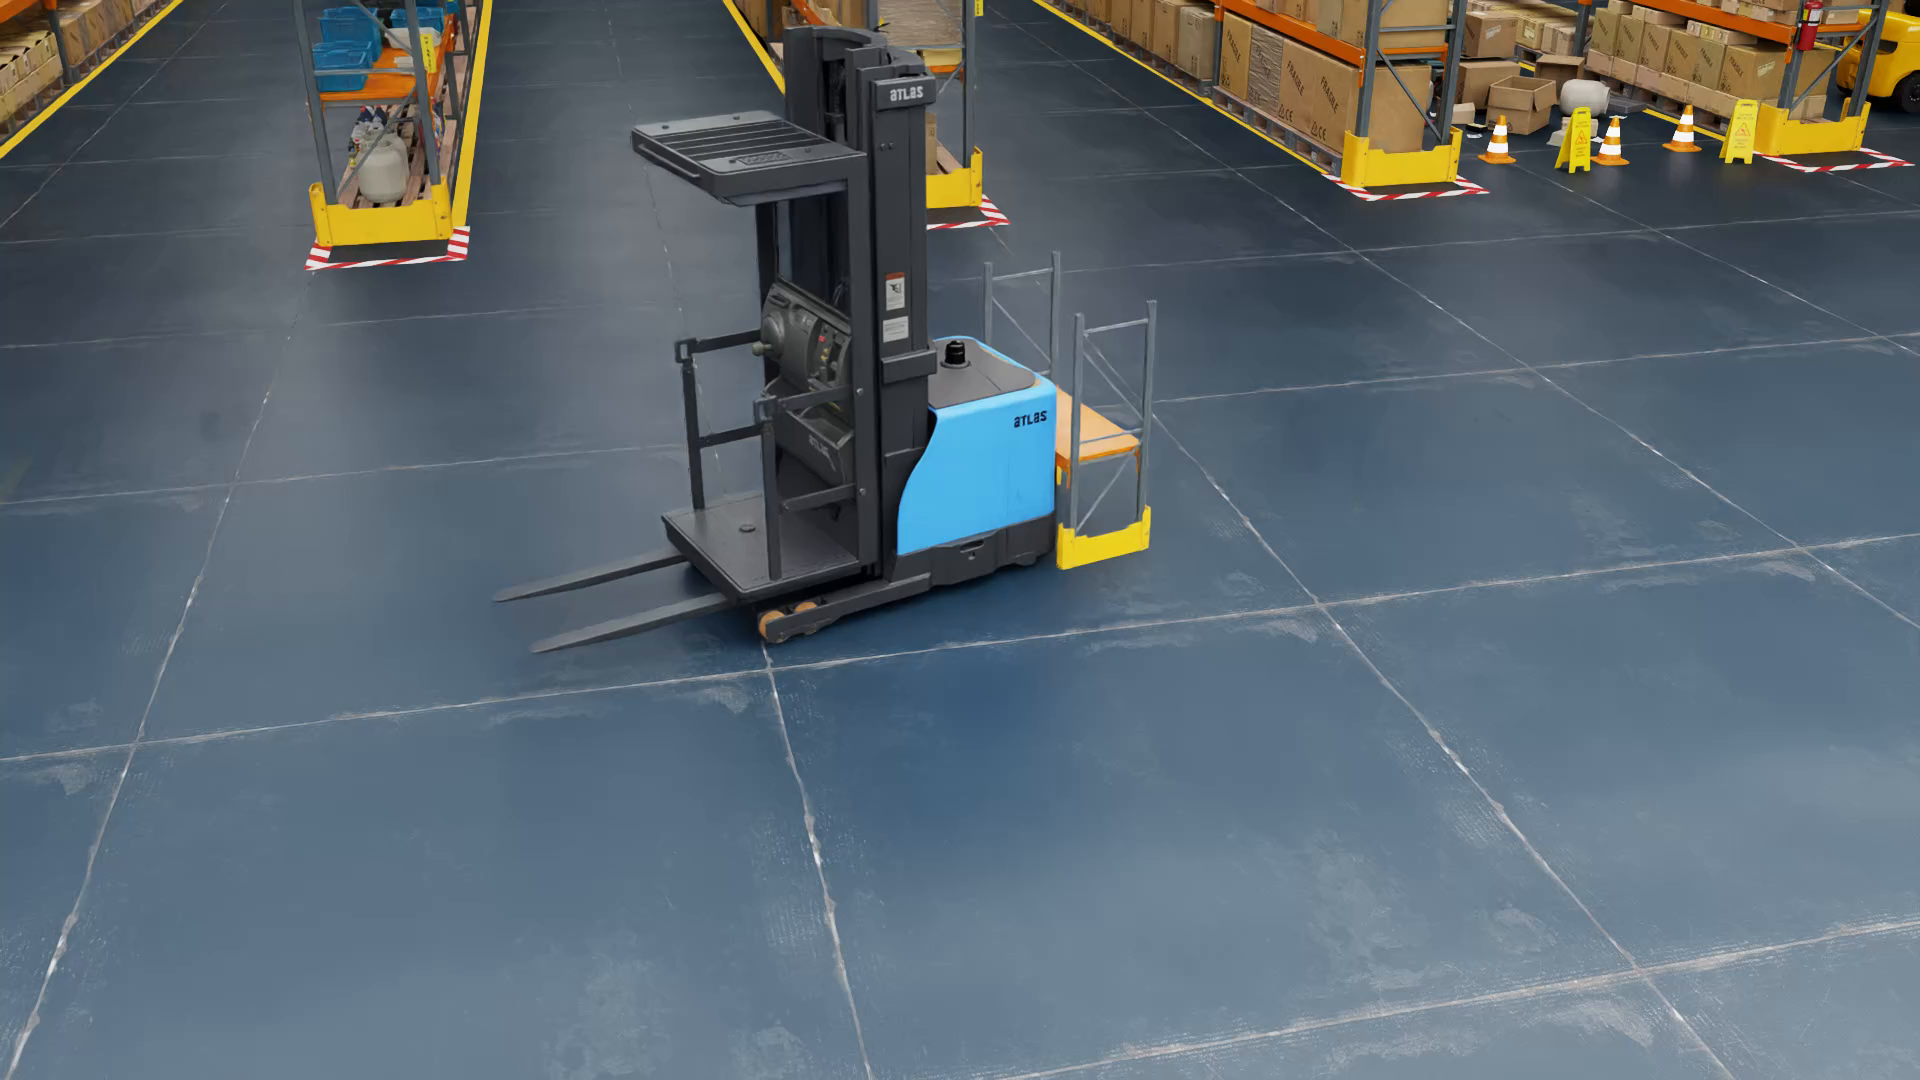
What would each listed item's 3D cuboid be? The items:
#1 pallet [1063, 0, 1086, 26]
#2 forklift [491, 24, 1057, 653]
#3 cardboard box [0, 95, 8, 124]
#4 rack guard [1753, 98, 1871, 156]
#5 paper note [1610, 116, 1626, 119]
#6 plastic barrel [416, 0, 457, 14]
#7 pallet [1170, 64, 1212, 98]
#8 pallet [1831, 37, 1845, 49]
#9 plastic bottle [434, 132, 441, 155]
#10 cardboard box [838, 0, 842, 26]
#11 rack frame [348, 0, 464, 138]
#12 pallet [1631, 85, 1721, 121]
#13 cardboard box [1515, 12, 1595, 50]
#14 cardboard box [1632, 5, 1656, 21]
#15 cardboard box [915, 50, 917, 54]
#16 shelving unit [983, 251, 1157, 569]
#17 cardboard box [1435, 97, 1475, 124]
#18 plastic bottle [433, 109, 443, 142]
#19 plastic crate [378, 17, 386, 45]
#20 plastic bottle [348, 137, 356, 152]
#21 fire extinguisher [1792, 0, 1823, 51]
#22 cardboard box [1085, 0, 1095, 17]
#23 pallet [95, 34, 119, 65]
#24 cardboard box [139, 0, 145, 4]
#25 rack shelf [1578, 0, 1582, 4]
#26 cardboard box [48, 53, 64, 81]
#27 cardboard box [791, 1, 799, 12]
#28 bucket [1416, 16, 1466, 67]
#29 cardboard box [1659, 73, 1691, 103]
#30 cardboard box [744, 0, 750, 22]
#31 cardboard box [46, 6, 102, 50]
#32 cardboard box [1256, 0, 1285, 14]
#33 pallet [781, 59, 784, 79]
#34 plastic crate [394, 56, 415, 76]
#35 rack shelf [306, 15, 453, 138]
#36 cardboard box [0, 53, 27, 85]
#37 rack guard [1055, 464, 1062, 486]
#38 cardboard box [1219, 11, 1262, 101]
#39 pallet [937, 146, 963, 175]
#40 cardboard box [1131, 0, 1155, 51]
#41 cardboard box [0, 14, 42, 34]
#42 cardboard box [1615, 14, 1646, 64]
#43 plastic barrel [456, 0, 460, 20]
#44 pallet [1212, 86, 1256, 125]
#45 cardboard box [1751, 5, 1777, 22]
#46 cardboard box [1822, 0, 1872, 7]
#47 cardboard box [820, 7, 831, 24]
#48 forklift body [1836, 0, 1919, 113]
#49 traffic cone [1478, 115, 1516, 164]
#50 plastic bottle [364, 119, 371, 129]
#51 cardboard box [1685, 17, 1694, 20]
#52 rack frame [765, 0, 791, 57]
[{"bbox_3d":[2.243,-8.189,25.739,1.003,0.211,1.213,-6,27,-12],"label":"pallet"},{"bbox_3d":[-0.980,-1.040,8.558,3.031,2.935,1.130,-15,31,-28],"label":"forklift"},{"bbox_3d":[-10.880,-4.723,18.364,0.500,0.250,0.500,-5,27,-10],"label":"cardboard box"},{"bbox_3d":[9.275,-4.508,18.127,1.175,0.500,0.348,-6,27,-12],"label":"rack guard"},{"bbox_3d":[7.756,-4.989,19.600,0.142,0.019,0.148,-16,31,-29],"label":"paper note"},{"bbox_3d":[-5.882,-6.262,18.270,0.600,0.901,0.708,-6,27,-12],"label":"plastic barrel"},{"bbox_3d":[3.343,-5.886,21.177,1.003,0.211,1.213,-6,27,-12],"label":"pallet"},{"bbox_3d":[13.021,-6.927,23.240,1.003,0.211,1.213,-6,27,-12],"label":"pallet"},{"bbox_3d":[-5.394,-4.082,17.048,0.097,0.271,0.097,0,27,0],"label":"plastic bottle"},{"bbox_3d":[-0.761,-5.437,16.753,0.875,0.500,0.500,-6,27,-12],"label":"cardboard box"},{"bbox_3d":[-6.090,-5.837,17.986,1.000,3.000,0.127,-6,27,-12],"label":"rack frame"},{"bbox_3d":[8.855,-5.274,19.965,1.003,0.211,1.213,-6,27,-12],"label":"pallet"},{"bbox_3d":[8.104,-6.906,22.554,0.950,0.372,0.625,-4,27,-8],"label":"cardboard box"},{"bbox_3d":[8.348,-6.358,20.052,0.380,0.149,0.250,-5,27,-10],"label":"cardboard box"},{"bbox_3d":[-0.233,-4.733,16.078,0.380,0.149,0.250,-6,27,-12],"label":"cardboard box"},{"bbox_3d":[0.594,-0.777,9.625,0.587,1.500,1.083,-13,30,-24],"label":"shelving unit"},{"bbox_3d":[5.772,-5.012,19.384,0.396,0.266,0.258,-1,27,-3],"label":"cardboard box"},{"bbox_3d":[-5.548,-4.372,17.534,0.144,0.351,0.185,-6,27,-12],"label":"plastic bottle"},{"bbox_3d":[-6.059,-5.118,16.797,0.450,0.188,0.662,-6,27,-12],"label":"plastic crate"},{"bbox_3d":[-6.074,-3.876,16.627,0.061,0.283,0.133,-5,27,-10],"label":"plastic bottle"},{"bbox_3d":[8.869,-5.459,17.323,0.296,0.674,0.183,-6,27,-12],"label":"fire extinguisher"},{"bbox_3d":[2.173,-8.118,24.813,0.500,0.500,0.500,-5,27,-10],"label":"cardboard box"},{"bbox_3d":[-12.221,-6.713,22.817,1.003,0.211,1.213,-6,27,-12],"label":"pallet"},{"bbox_3d":[-12.808,-8.365,25.649,0.380,0.166,0.250,-6,27,-12],"label":"cardboard box"},{"bbox_3d":[7.940,-7.904,22.878,1.077,0.370,4.000,-6,27,-12],"label":"rack shelf"},{"bbox_3d":[-11.462,-5.846,20.589,0.500,0.250,0.500,-5,27,-10],"label":"cardboard box"},{"bbox_3d":[-1.986,-7.221,22.180,0.500,0.250,0.500,-5,27,-9],"label":"cardboard box"},{"bbox_3d":[5.867,-6.191,20.633,0.726,0.611,0.620,3,17,6],"label":"bucket"},{"bbox_3d":[8.615,-5.336,19.578,0.500,0.250,0.500,-7,28,-13],"label":"cardboard box"},{"bbox_3d":[-2.495,-8.033,24.227,1.225,0.875,0.875,-6,27,-11],"label":"cardboard box"},{"bbox_3d":[-11.874,-6.851,22.281,0.500,0.500,0.500,-6,27,-12],"label":"cardboard box"},{"bbox_3d":[3.838,-6.218,18.573,0.875,0.550,0.550,-6,27,-12],"label":"cardboard box"},{"bbox_3d":[-1.720,-5.974,21.351,1.003,0.211,1.213,-6,27,-12],"label":"pallet"},{"bbox_3d":[-5.077,-4.389,15.410,0.298,0.136,0.250,-6,27,-12],"label":"plastic crate"},{"bbox_3d":[-5.640,-4.638,16.409,1.077,0.370,4.000,-6,27,-12],"label":"rack shelf"},{"bbox_3d":[-11.115,-5.428,19.138,0.500,0.311,0.500,-5,27,-10],"label":"cardboard box"},{"bbox_3d":[0.363,-0.418,10.301,0.587,0.250,0.087,-13,30,-24],"label":"rack guard"},{"bbox_3d":[3.664,-5.755,19.716,0.875,0.875,0.875,-6,27,-11],"label":"cardboard box"},{"bbox_3d":[-0.529,-3.733,16.912,1.003,0.211,1.213,-6,27,-12],"label":"pallet"},{"bbox_3d":[2.939,-7.079,22.477,1.050,0.750,0.750,-6,27,-11],"label":"cardboard box"},{"bbox_3d":[-12.258,-6.559,21.703,0.500,0.500,0.500,-5,27,-10],"label":"cardboard box"},{"bbox_3d":[8.392,-6.121,20.302,0.500,0.500,0.500,-5,27,-10],"label":"cardboard box"},{"bbox_3d":[-7.628,-8.049,24.230,0.600,0.901,0.708,-6,27,-12],"label":"plastic barrel"},{"bbox_3d":[3.686,-5.213,19.844,1.003,0.211,1.213,-6,27,-12],"label":"pallet"},{"bbox_3d":[8.834,-5.721,18.034,0.380,0.149,0.250,-6,27,-12],"label":"cardboard box"},{"bbox_3d":[9.455,-6.004,17.876,0.500,0.500,0.500,-6,27,-12],"label":"cardboard box"},{"bbox_3d":[-1.300,-5.663,17.919,0.380,0.149,0.250,-6,27,-12],"label":"cardboard box"},{"bbox_3d":[11.922,-6.365,19.973,2.313,2.155,1.214,-6,27,-12],"label":"forklift body"},{"bbox_3d":[5.756,-4.289,17.733,0.336,0.463,0.334,-6,27,-12],"label":"traffic cone"},{"bbox_3d":[-6.201,-4.276,17.432,0.097,0.271,0.097,0,27,0],"label":"plastic bottle"},{"bbox_3d":[8.901,-6.186,20.430,0.500,0.500,0.500,-5,27,-11],"label":"cardboard box"},{"bbox_3d":[-2.166,-8.096,22.462,1.000,3.000,0.127,-6,27,-12],"label":"rack frame"}]
